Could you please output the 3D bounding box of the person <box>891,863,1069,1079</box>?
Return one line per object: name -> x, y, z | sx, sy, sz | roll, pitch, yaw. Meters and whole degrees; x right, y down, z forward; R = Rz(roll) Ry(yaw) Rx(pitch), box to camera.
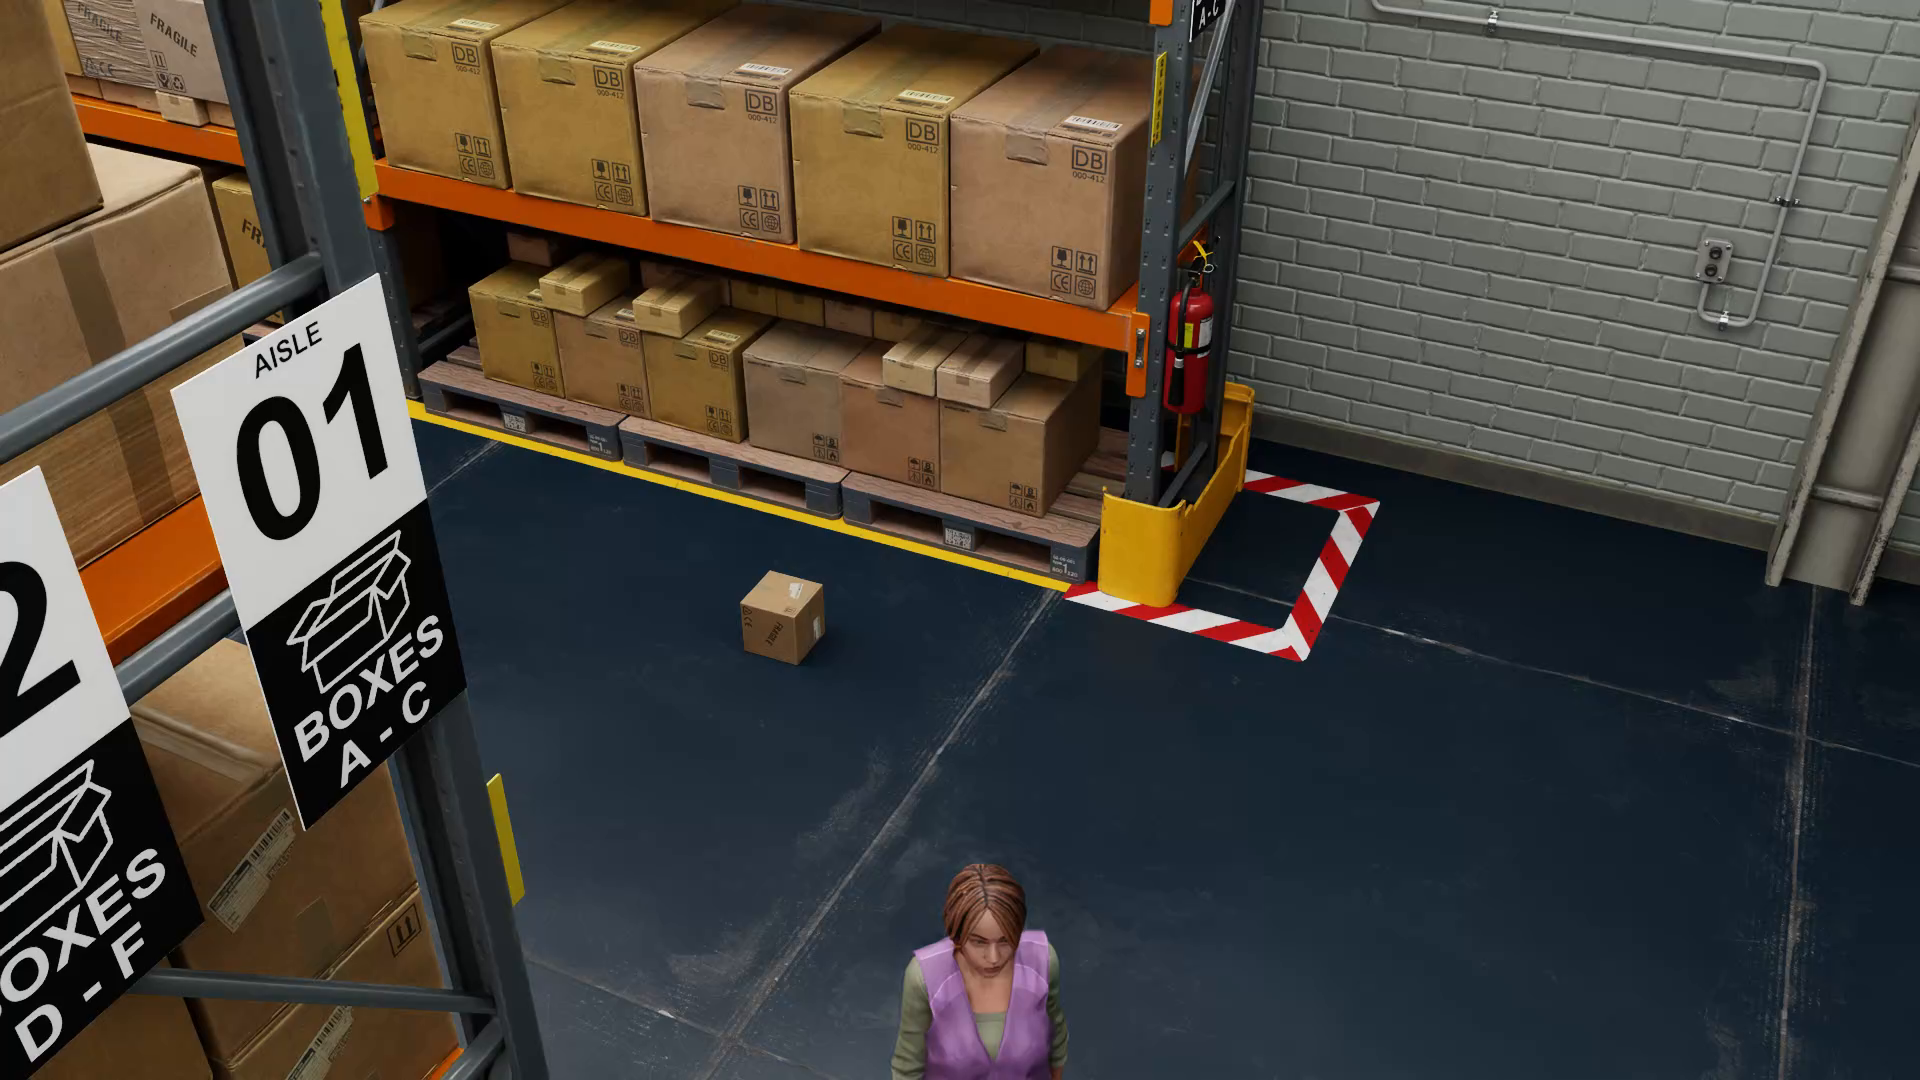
person -> 0.050, 1.406, 4.073 | 0.433, 1.629, 0.367 | -3, 34, -5
